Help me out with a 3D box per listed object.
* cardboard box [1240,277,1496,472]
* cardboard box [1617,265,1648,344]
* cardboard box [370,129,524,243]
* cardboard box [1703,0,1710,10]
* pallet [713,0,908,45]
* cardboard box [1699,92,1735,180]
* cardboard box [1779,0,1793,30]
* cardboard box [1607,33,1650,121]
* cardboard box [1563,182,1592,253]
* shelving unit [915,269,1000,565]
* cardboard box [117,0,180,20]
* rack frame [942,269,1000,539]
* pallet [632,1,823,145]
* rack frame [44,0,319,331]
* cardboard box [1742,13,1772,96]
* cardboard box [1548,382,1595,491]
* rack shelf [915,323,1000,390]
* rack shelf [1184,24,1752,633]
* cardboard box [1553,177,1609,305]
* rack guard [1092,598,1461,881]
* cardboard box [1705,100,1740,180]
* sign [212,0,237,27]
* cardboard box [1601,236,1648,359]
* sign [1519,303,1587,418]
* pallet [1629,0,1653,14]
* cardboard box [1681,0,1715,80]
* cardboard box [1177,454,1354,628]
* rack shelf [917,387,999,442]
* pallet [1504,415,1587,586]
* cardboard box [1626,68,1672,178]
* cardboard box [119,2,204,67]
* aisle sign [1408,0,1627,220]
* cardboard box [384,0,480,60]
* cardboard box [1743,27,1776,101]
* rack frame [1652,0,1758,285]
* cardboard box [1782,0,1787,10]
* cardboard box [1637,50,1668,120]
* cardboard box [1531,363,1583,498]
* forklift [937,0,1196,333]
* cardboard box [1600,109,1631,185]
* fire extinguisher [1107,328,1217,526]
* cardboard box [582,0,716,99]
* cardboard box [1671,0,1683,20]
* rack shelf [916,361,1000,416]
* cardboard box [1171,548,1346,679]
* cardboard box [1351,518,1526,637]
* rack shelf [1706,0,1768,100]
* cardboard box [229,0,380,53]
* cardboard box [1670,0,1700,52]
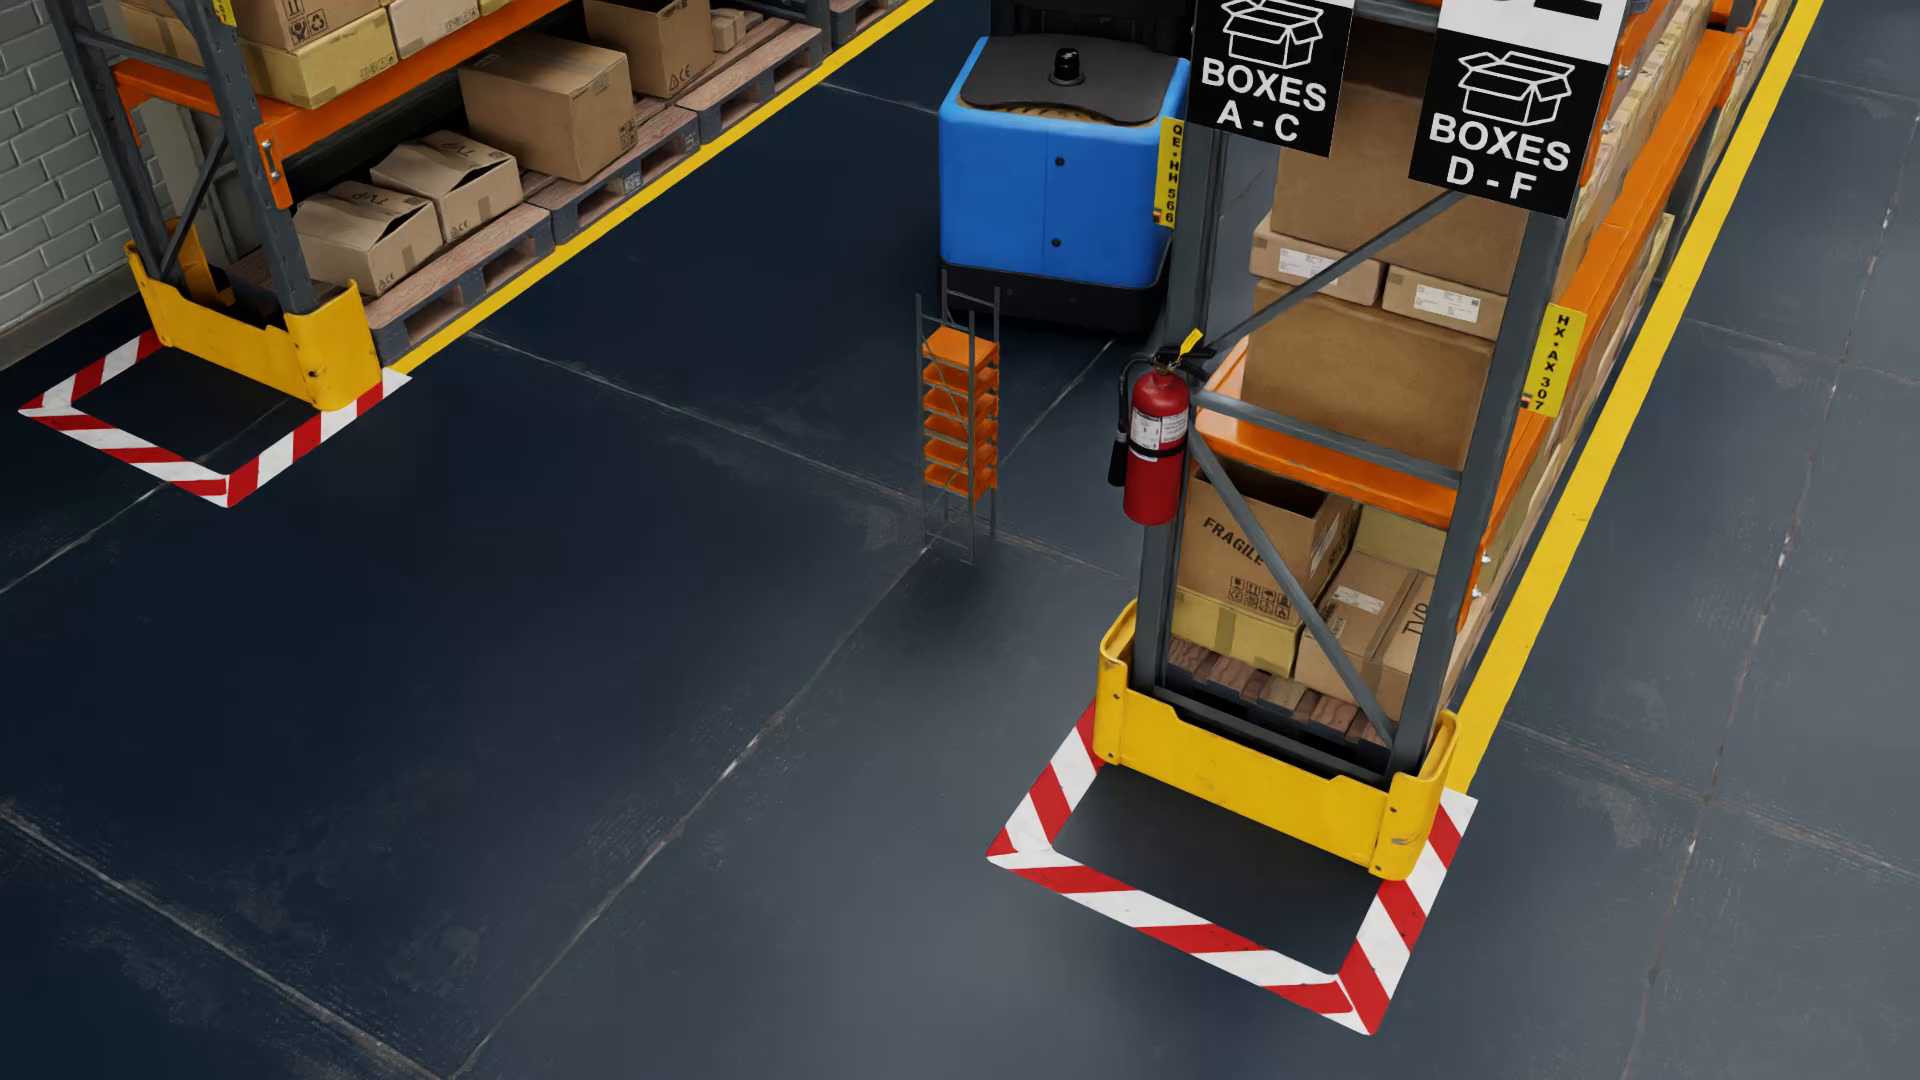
[{"bbox_3d":[1.295,-0.592,5.077,0.700,0.500,0.500,21,45,22],"label":"cardboard box"},{"bbox_3d":[2.750,-1.086,7.476,0.500,0.250,0.500,21,45,22],"label":"cardboard box"},{"bbox_3d":[-2.531,-1.777,8.199,0.500,0.311,0.500,25,47,25],"label":"cardboard box"},{"bbox_3d":[2.716,-2.193,6.404,0.380,0.149,0.250,21,45,22],"label":"cardboard box"},{"bbox_3d":[-0.851,-3.616,10.697,1.003,0.211,1.213,21,45,22],"label":"pallet"},{"bbox_3d":[3.474,-2.071,8.171,0.500,0.311,0.500,21,46,22],"label":"cardboard box"},{"bbox_3d":[4.746,-3.317,10.010,0.500,0.250,0.500,20,45,22],"label":"cardboard box"},{"bbox_3d":[1.831,-1.701,5.355,0.700,0.500,0.500,21,46,22],"label":"cardboard box"},{"bbox_3d":[1.689,-1.021,5.073,0.380,0.149,0.250,21,46,22],"label":"cardboard box"},{"bbox_3d":[-0.007,-0.442,6.344,0.258,1.200,0.189,21,45,22],"label":"shelving unit"},{"bbox_3d":[-3.189,-2.501,6.851,0.500,0.500,0.500,20,45,22],"label":"cardboard box"},{"bbox_3d":[0.039,-0.494,6.404,0.240,1.200,0.006,21,45,22],"label":"rack frame"},{"bbox_3d":[-1.544,-2.774,9.741,1.003,0.211,1.213,21,45,22],"label":"pallet"},{"bbox_3d":[-3.241,-1.928,6.670,1.000,3.000,0.127,21,45,22],"label":"rack frame"},{"bbox_3d":[3.987,-2.652,8.831,0.500,0.311,0.500,19,45,21],"label":"cardboard box"},{"bbox_3d":[2.263,-0.509,6.821,0.500,0.250,0.500,21,45,22],"label":"cardboard box"},{"bbox_3d":[-0.007,-0.679,6.135,0.258,0.103,0.180,21,45,22],"label":"rack shelf"},{"bbox_3d":[2.051,-1.166,6.349,1.077,0.370,4.000,21,45,22],"label":"rack shelf"},{"bbox_3d":[1.807,-1.177,5.741,0.700,0.500,0.500,21,46,22],"label":"cardboard box"},{"bbox_3d":[1.038,0.660,5.622,1.175,0.500,0.348,21,45,22],"label":"rack guard"},{"bbox_3d":[3.725,-2.147,8.682,0.500,0.250,0.500,22,46,23],"label":"cardboard box"},{"bbox_3d":[-2.771,-2.074,6.180,0.100,0.325,0.005,21,45,22],"label":"sign"},{"bbox_3d":[2.502,-1.081,6.903,0.500,0.500,0.500,21,45,22],"label":"cardboard box"},{"bbox_3d":[1.528,-0.460,4.287,0.100,0.325,0.005,21,45,22],"label":"sign"},{"bbox_3d":[1.426,-1.781,4.299,1.003,0.211,1.213,21,45,22],"label":"pallet"},{"bbox_3d":[2.835,-2.362,7.087,0.700,0.500,0.500,20,45,21],"label":"cardboard box"},{"bbox_3d":[1.061,-0.104,5.794,0.500,0.500,0.500,21,45,22],"label":"cardboard box"},{"bbox_3d":[-0.007,-0.499,6.294,0.258,0.103,0.180,21,45,22],"label":"rack shelf"},{"bbox_3d":[2.008,-0.392,7.036,1.003,0.211,1.213,21,45,22],"label":"pallet"},{"bbox_3d":[2.322,-1.773,6.418,0.700,0.500,0.500,22,46,23],"label":"cardboard box"},{"bbox_3d":[-3.175,-2.211,7.089,0.500,0.250,0.500,22,46,23],"label":"cardboard box"},{"bbox_3d":[1.282,-1.129,3.795,0.394,0.787,0.004,21,45,22],"label":"aisle sign"},{"bbox_3d":[-2.474,-2.355,7.253,0.500,0.250,0.500,20,45,21],"label":"cardboard box"},{"bbox_3d":[4.237,-2.735,9.349,0.500,0.250,0.500,22,46,23],"label":"cardboard box"},{"bbox_3d":[3.052,-2.581,7.411,1.000,3.000,0.127,21,45,22],"label":"rack frame"},{"bbox_3d":[4.495,-3.237,9.495,0.500,0.311,0.500,21,45,22],"label":"cardboard box"},{"bbox_3d":[2.203,-1.606,5.737,0.380,0.149,0.250,21,46,22],"label":"cardboard box"},{"bbox_3d":[1.999,-0.509,6.254,0.500,0.500,0.500,21,45,22],"label":"cardboard box"},{"bbox_3d":[0.750,-3.046,7.991,1.130,2.935,3.031,10,42,11],"label":"forklift"},{"bbox_3d":[1.948,-1.318,5.410,0.380,0.149,0.250,19,45,21],"label":"cardboard box"},{"bbox_3d":[0.589,-0.349,4.935,0.296,0.674,0.183,21,45,22],"label":"fire extinguisher"},{"bbox_3d":[-1.724,-2.837,9.260,0.500,0.500,0.500,18,44,19],"label":"cardboard box"},{"bbox_3d":[2.332,-2.273,6.005,0.700,0.500,0.500,21,45,22],"label":"cardboard box"},{"bbox_3d":[-0.007,-0.589,6.215,0.258,0.103,0.180,21,45,22],"label":"rack shelf"},{"bbox_3d":[1.063,0.178,6.041,0.500,0.250,0.500,21,45,22],"label":"cardboard box"},{"bbox_3d":[1.758,0.062,6.173,0.500,0.250,0.500,21,45,22],"label":"cardboard box"},{"bbox_3d":[4.053,-3.455,8.948,1.077,0.370,4.000,21,45,22],"label":"rack shelf"},{"bbox_3d":[-2.741,-2.335,6.662,0.500,0.500,0.500,21,46,22],"label":"cardboard box"},{"bbox_3d":[2.464,-1.909,6.082,0.380,0.149,0.250,22,46,23],"label":"cardboard box"}]
